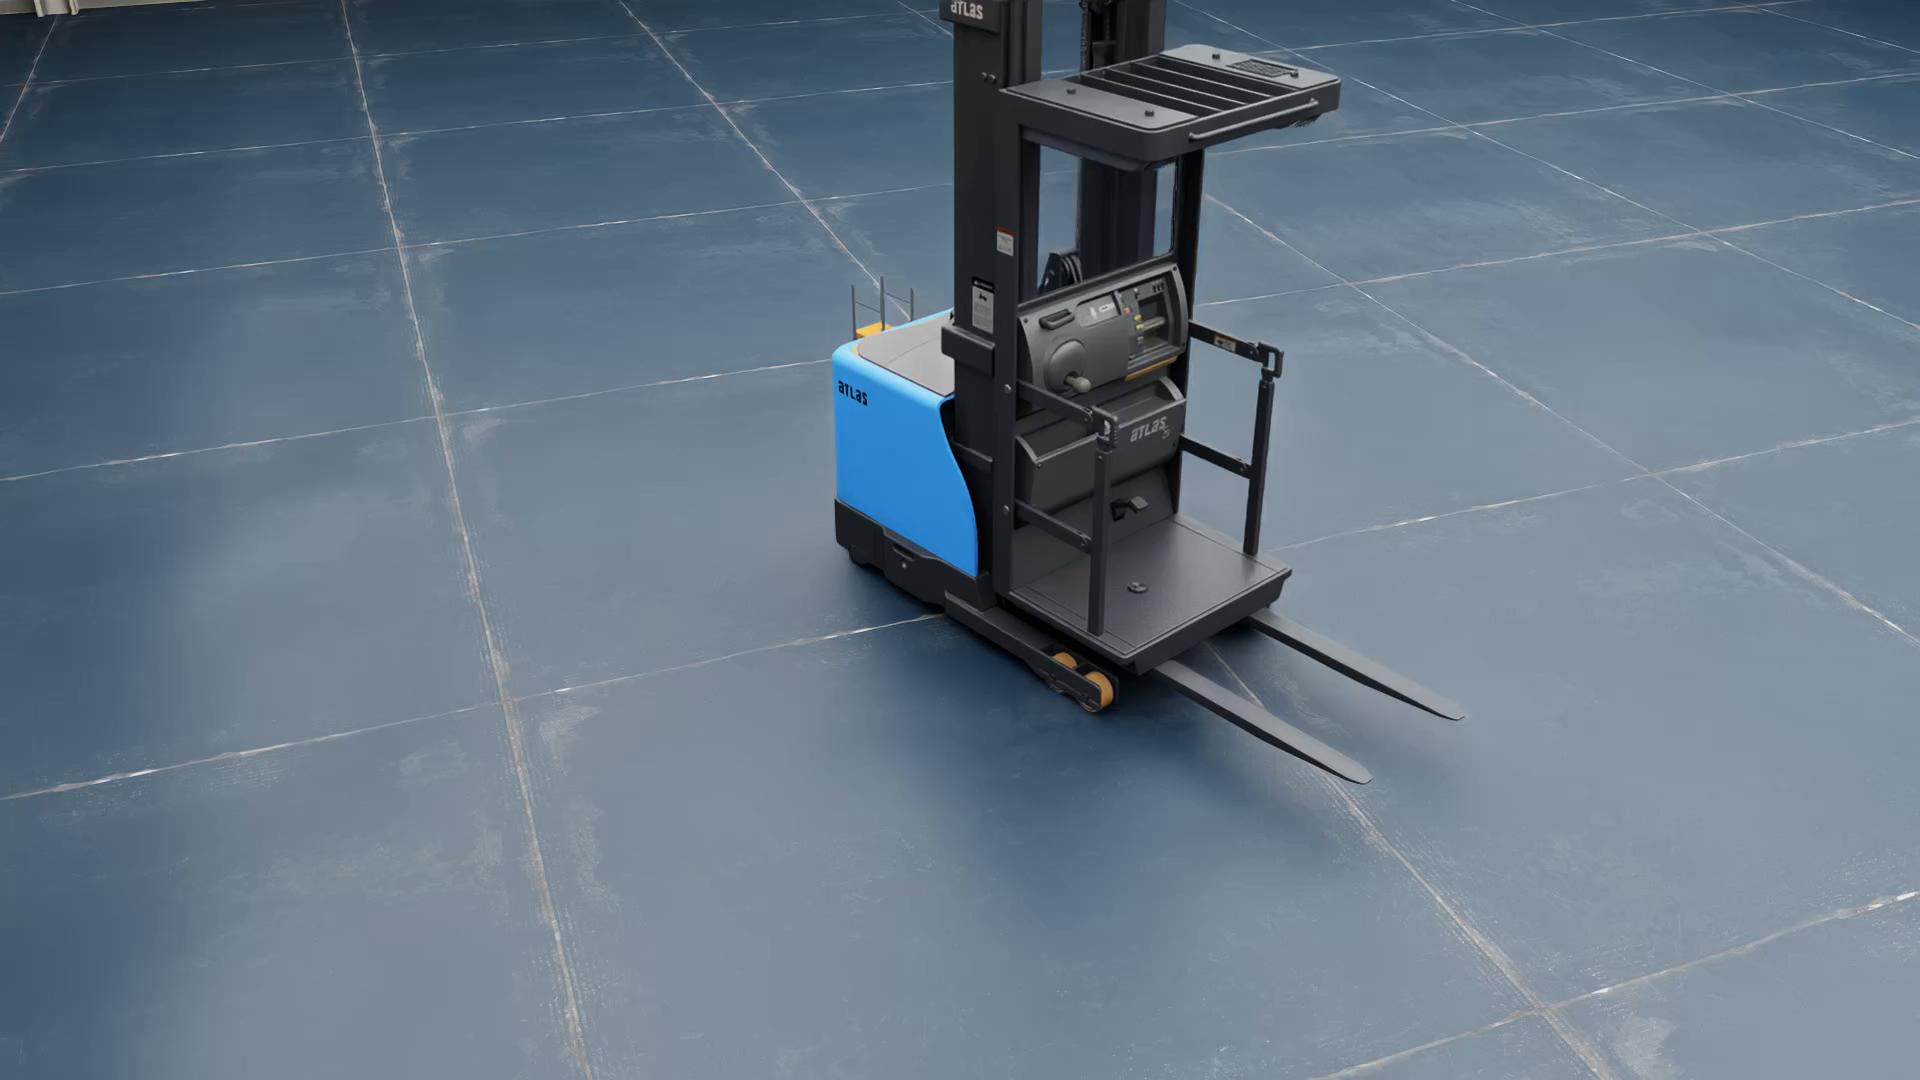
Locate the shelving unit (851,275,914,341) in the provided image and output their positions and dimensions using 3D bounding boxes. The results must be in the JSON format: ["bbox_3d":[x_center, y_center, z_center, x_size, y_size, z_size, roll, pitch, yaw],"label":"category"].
[{"bbox_3d":[-0.371,-0.691,8.251,0.189,1.200,0.258,-25,38,-36],"label":"shelving unit"}]

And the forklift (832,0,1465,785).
[{"bbox_3d":[0.749,-0.838,6.760,1.130,2.935,3.031,-24,37,-35],"label":"forklift"}]

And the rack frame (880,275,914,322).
[{"bbox_3d":[-0.305,-0.722,8.306,0.006,1.200,0.240,-25,38,-36],"label":"rack frame"}]

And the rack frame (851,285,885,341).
[{"bbox_3d":[-0.438,-0.660,8.197,0.006,1.200,0.240,-25,38,-36],"label":"rack frame"}]

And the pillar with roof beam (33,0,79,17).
[{"bbox_3d":[-8.586,-7.815,12.876,0.400,9.000,9.100,-10,31,-18],"label":"pillar with roof beam"}]

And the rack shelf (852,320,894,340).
[{"bbox_3d":[-0.371,-0.965,8.095,0.180,0.103,0.258,-25,38,-36],"label":"rack shelf"}]
